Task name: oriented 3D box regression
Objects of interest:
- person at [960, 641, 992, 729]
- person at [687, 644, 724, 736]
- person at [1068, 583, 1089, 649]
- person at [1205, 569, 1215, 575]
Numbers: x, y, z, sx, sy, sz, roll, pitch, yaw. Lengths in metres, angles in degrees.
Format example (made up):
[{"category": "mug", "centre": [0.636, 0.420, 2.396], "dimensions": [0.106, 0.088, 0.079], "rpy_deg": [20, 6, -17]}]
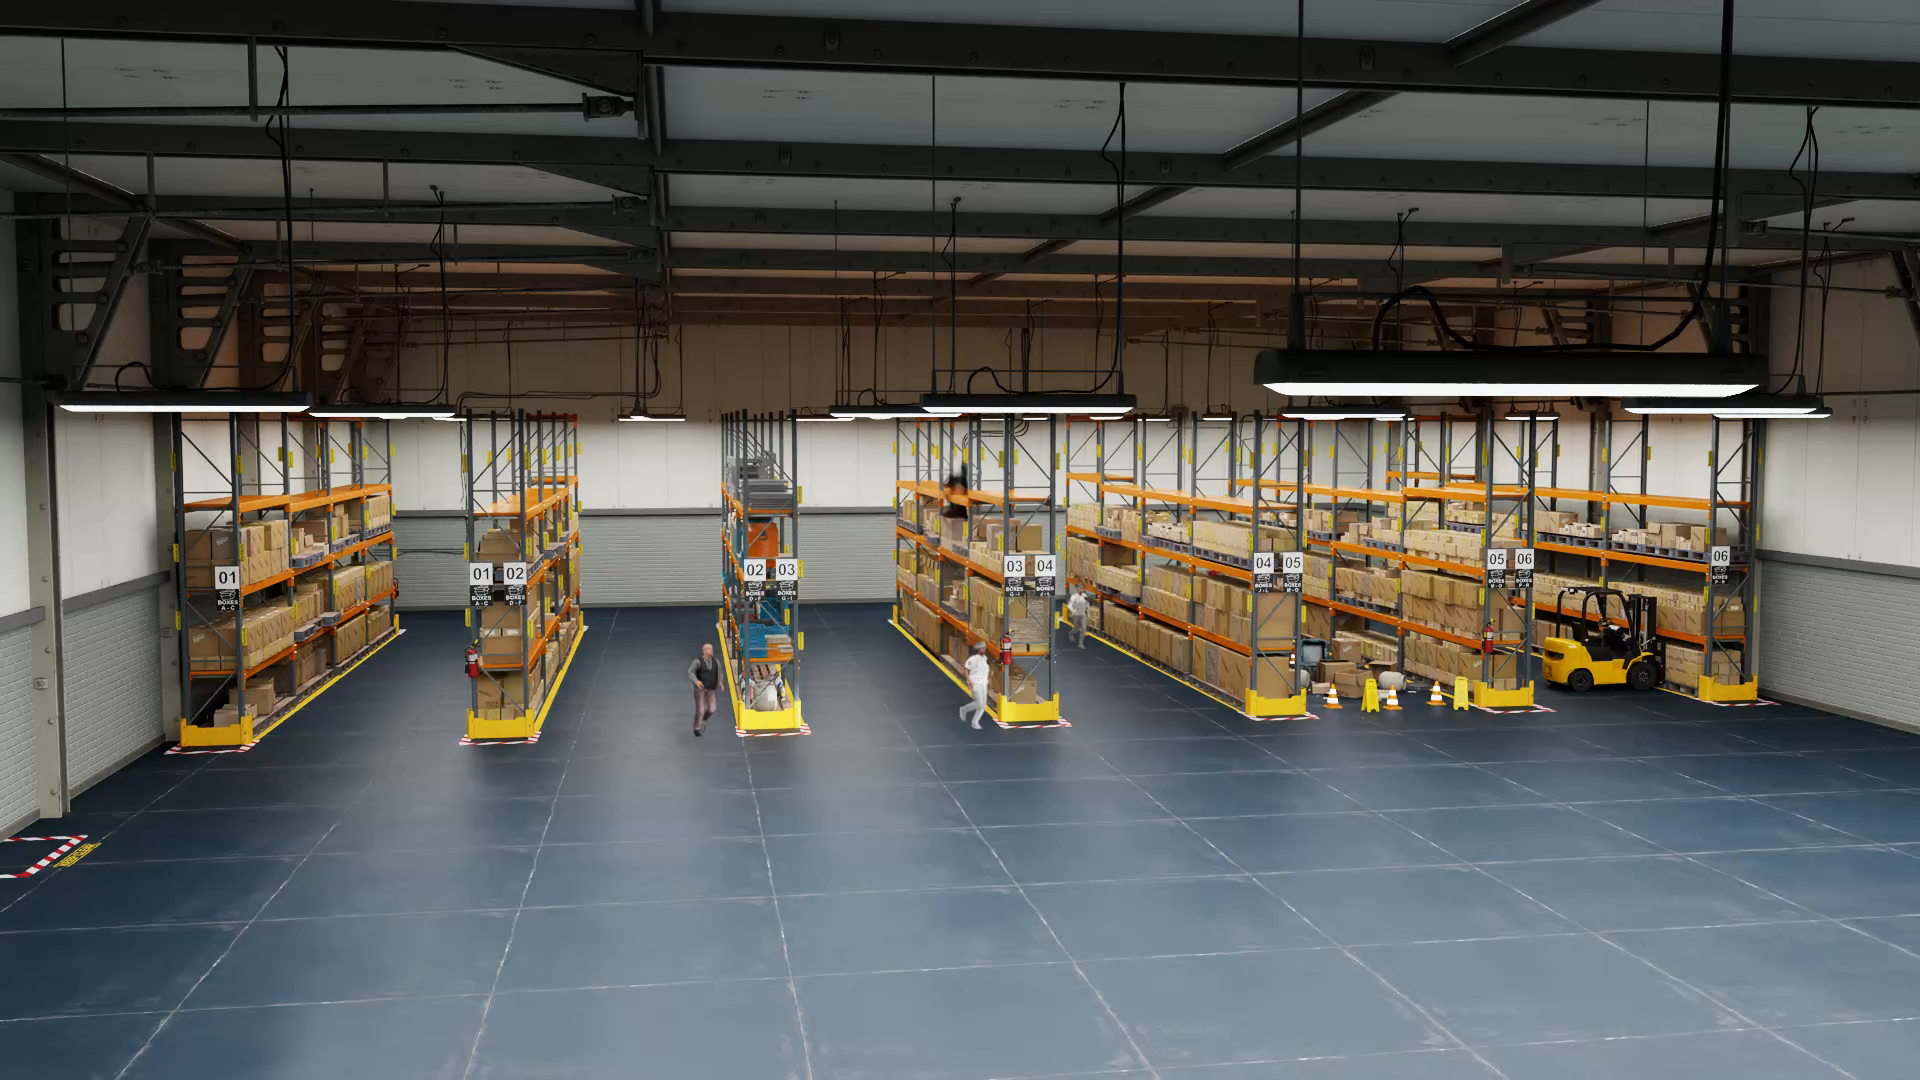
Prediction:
[{"category": "person", "centre": [0.360, 2.726, 31.430], "dimensions": [0.615, 1.609, 0.534], "rpy_deg": [-4, 6, -44]}, {"category": "person", "centre": [-4.638, 2.758, 30.571], "dimensions": [0.728, 1.674, 0.498], "rpy_deg": [-2, 5, -31]}, {"category": "person", "centre": [3.045, 1.924, 42.659], "dimensions": [0.607, 1.651, 0.769], "rpy_deg": [-1, 4, -17]}, {"category": "person", "centre": [7.623, 1.356, 50.706], "dimensions": [0.573, 1.662, 0.732], "rpy_deg": [0, 4, 0]}]
